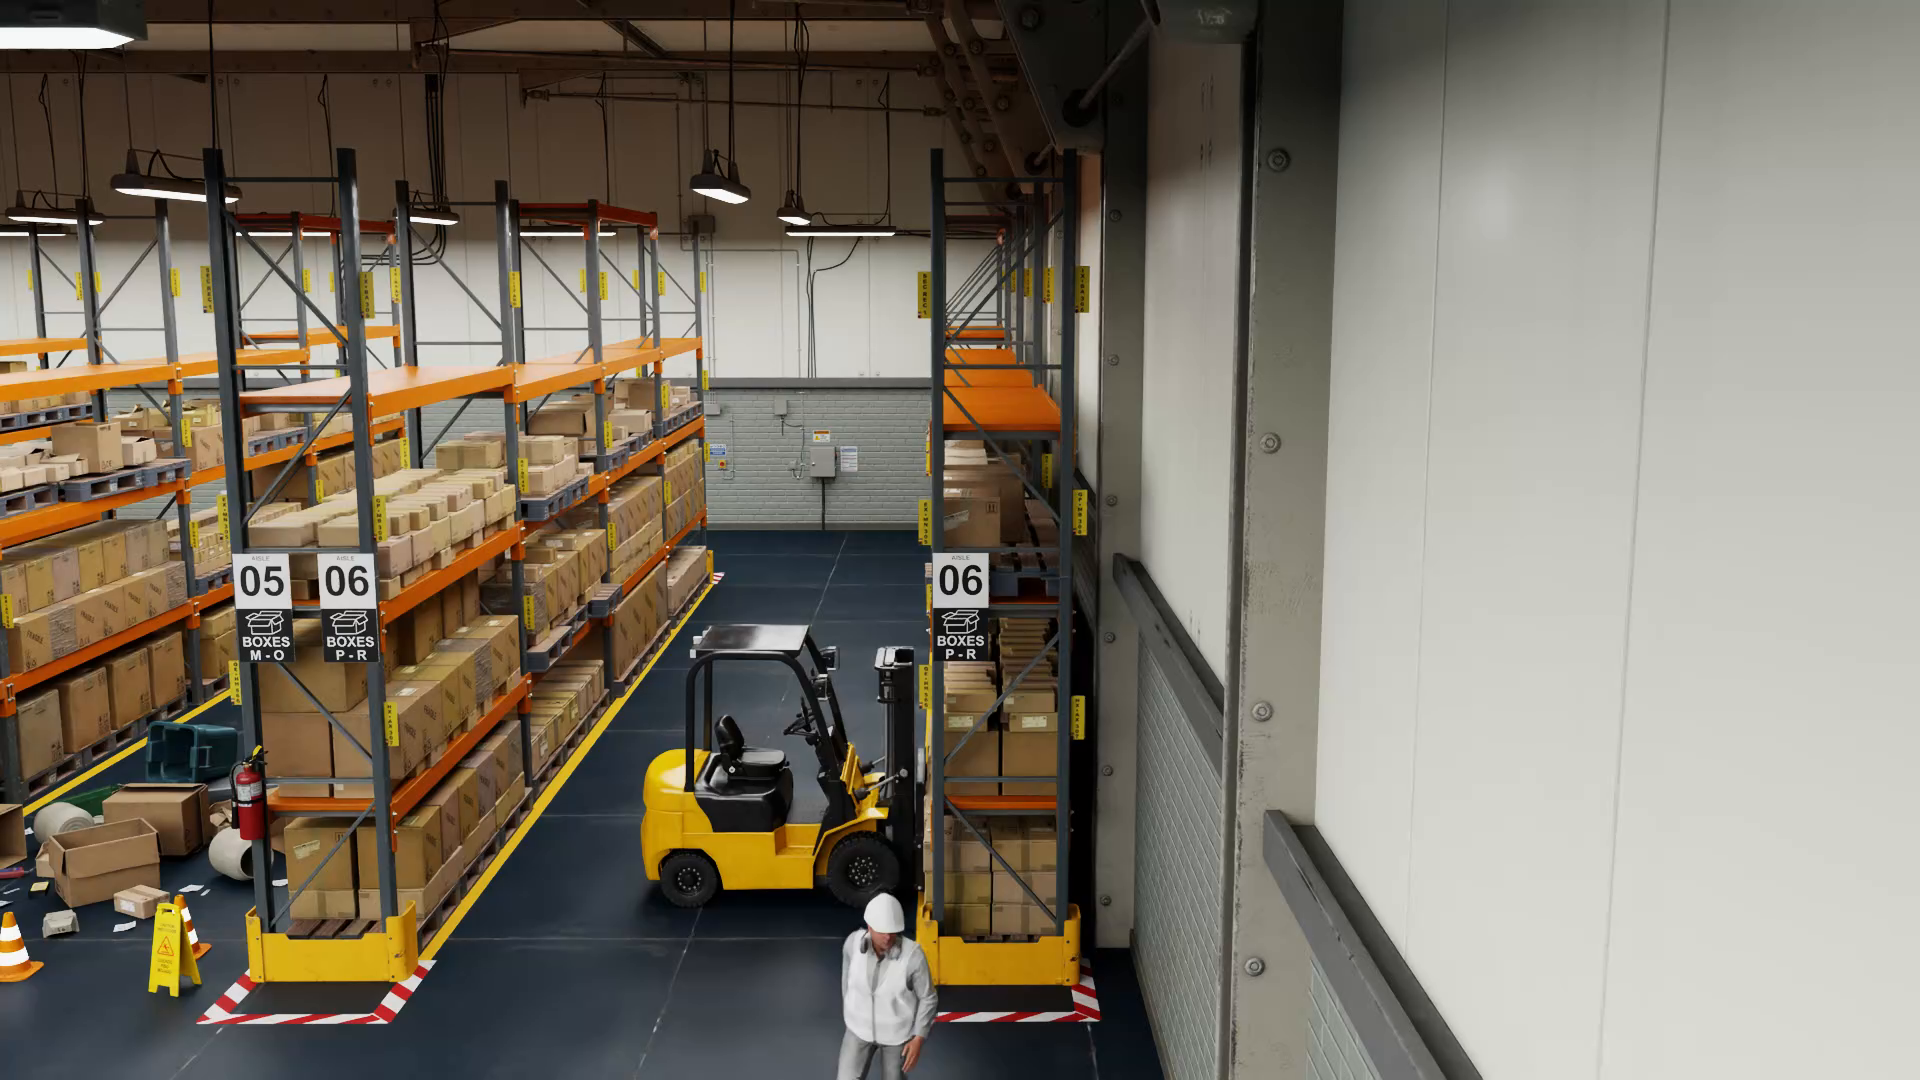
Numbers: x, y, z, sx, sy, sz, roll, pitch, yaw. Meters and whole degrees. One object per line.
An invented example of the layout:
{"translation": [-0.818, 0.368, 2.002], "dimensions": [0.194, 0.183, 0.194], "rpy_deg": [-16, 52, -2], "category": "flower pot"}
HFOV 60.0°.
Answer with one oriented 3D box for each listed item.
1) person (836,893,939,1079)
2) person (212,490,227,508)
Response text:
{"translation": [-0.417, 2.797, 9.559], "dimensions": [0.638, 1.711, 0.764], "rpy_deg": [2, 9, 11], "category": "person"}
{"translation": [-11.955, -0.021, 27.464], "dimensions": [0.706, 1.726, 1.034], "rpy_deg": [-1, 9, -7], "category": "person"}
